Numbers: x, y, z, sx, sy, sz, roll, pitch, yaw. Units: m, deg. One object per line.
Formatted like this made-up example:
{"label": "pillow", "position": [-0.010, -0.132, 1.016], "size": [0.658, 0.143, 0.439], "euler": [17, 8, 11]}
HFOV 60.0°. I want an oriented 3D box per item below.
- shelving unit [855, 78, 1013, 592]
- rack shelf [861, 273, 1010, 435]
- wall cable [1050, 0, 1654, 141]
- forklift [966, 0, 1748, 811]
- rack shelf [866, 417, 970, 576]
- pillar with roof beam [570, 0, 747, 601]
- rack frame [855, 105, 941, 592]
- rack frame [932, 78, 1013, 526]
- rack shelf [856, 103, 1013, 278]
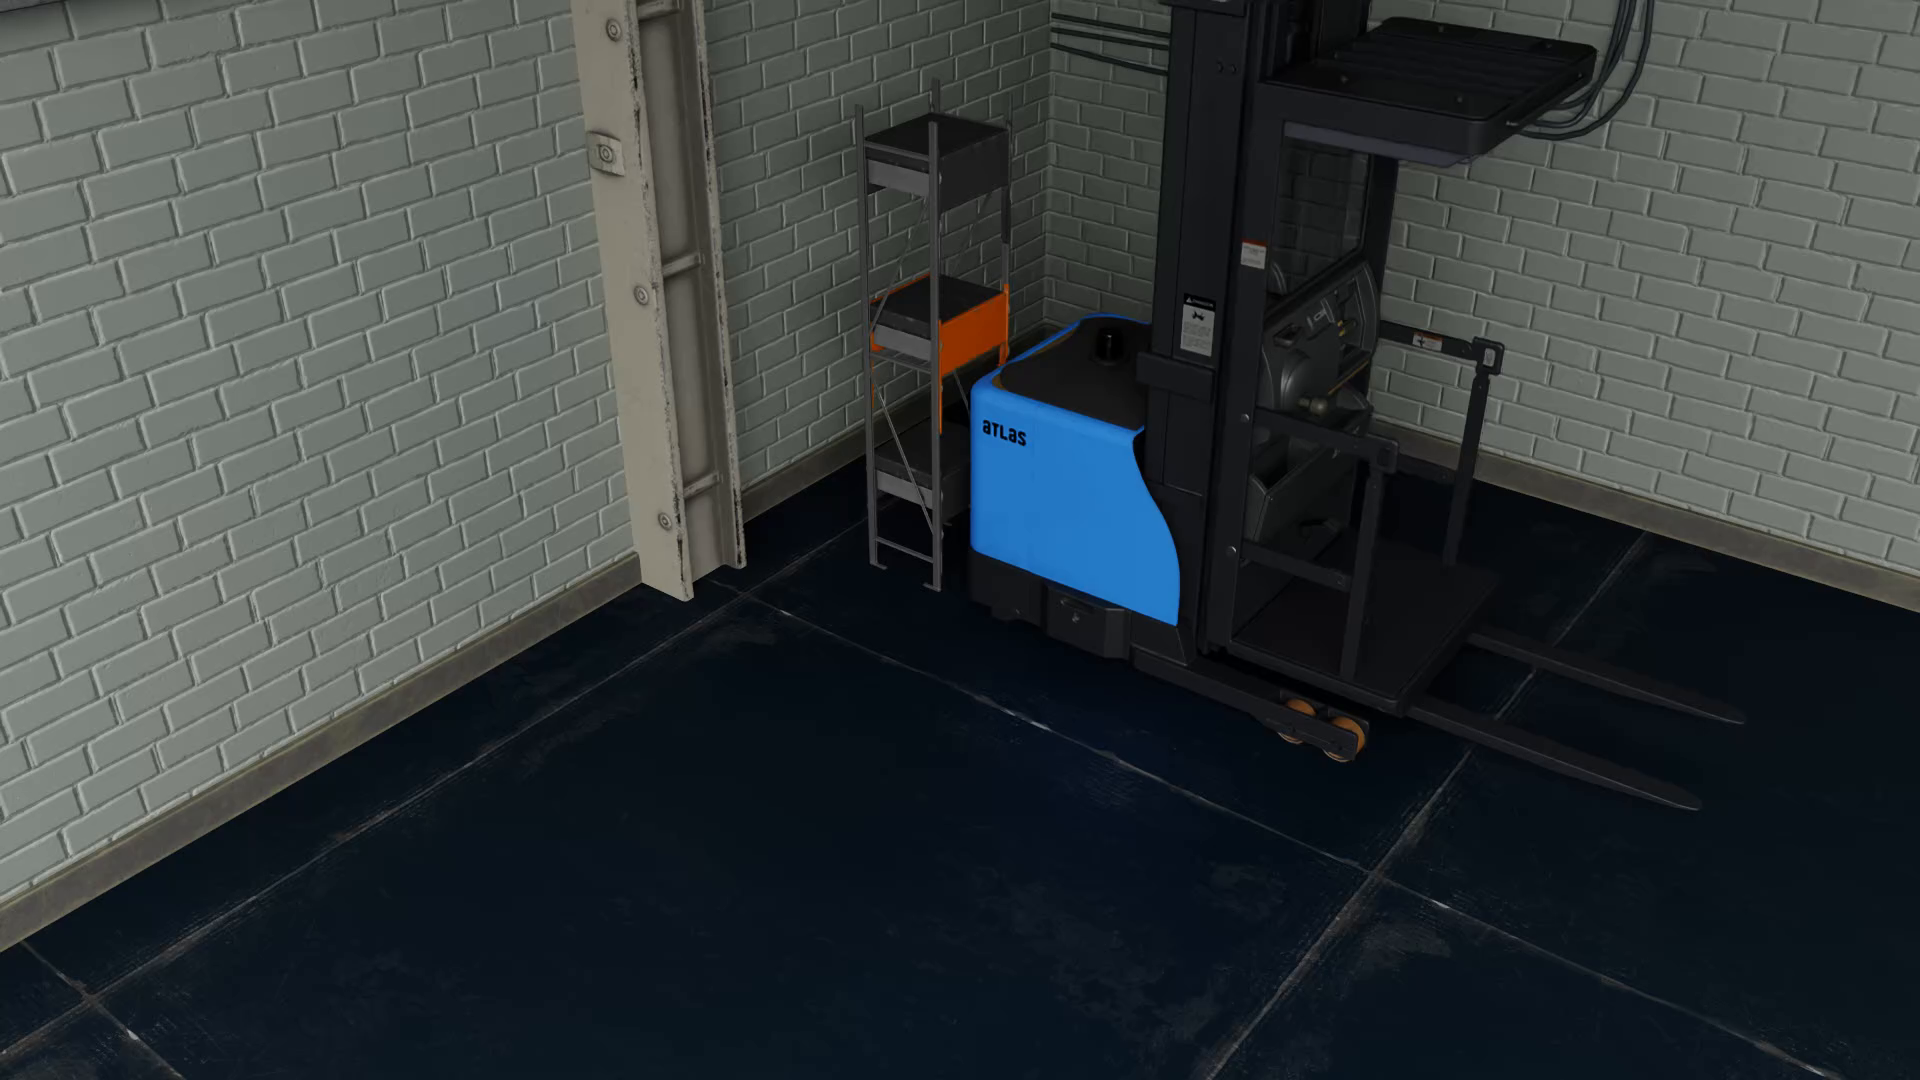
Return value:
{"label": "shelving unit", "position": [-0.100, -0.836, 7.101], "size": [0.431, 2.100, 0.503], "euler": [21, 37, 31]}
{"label": "rack shelf", "position": [-0.100, -0.824, 7.108], "size": [0.431, 0.518, 0.480], "euler": [21, 37, 31]}
{"label": "wall cable", "position": [1.626, -3.182, 7.339], "size": [3.097, 2.526, 0.112], "euler": [21, 37, 31]}
{"label": "forklift", "position": [1.518, -0.727, 6.101], "size": [3.031, 2.935, 1.130], "euler": [20, 36, 30]}
{"label": "rack shelf", "position": [-0.100, -0.222, 7.465], "size": [0.431, 0.518, 0.480], "euler": [21, 37, 31]}
{"label": "pillar with roof beam", "position": [2.225, -2.403, 2.978], "size": [9.100, 9.000, 0.400], "euler": [21, 37, 31]}
{"label": "rack frame", "position": [-0.247, -0.737, 6.934], "size": [0.400, 2.100, 0.015], "euler": [21, 37, 31]}
{"label": "rack frame", "position": [0.047, -0.935, 7.268], "size": [0.400, 2.100, 0.015], "euler": [21, 37, 31]}
{"label": "rack shelf", "position": [-0.100, -1.426, 6.751], "size": [0.431, 0.518, 0.480], "euler": [21, 37, 31]}
